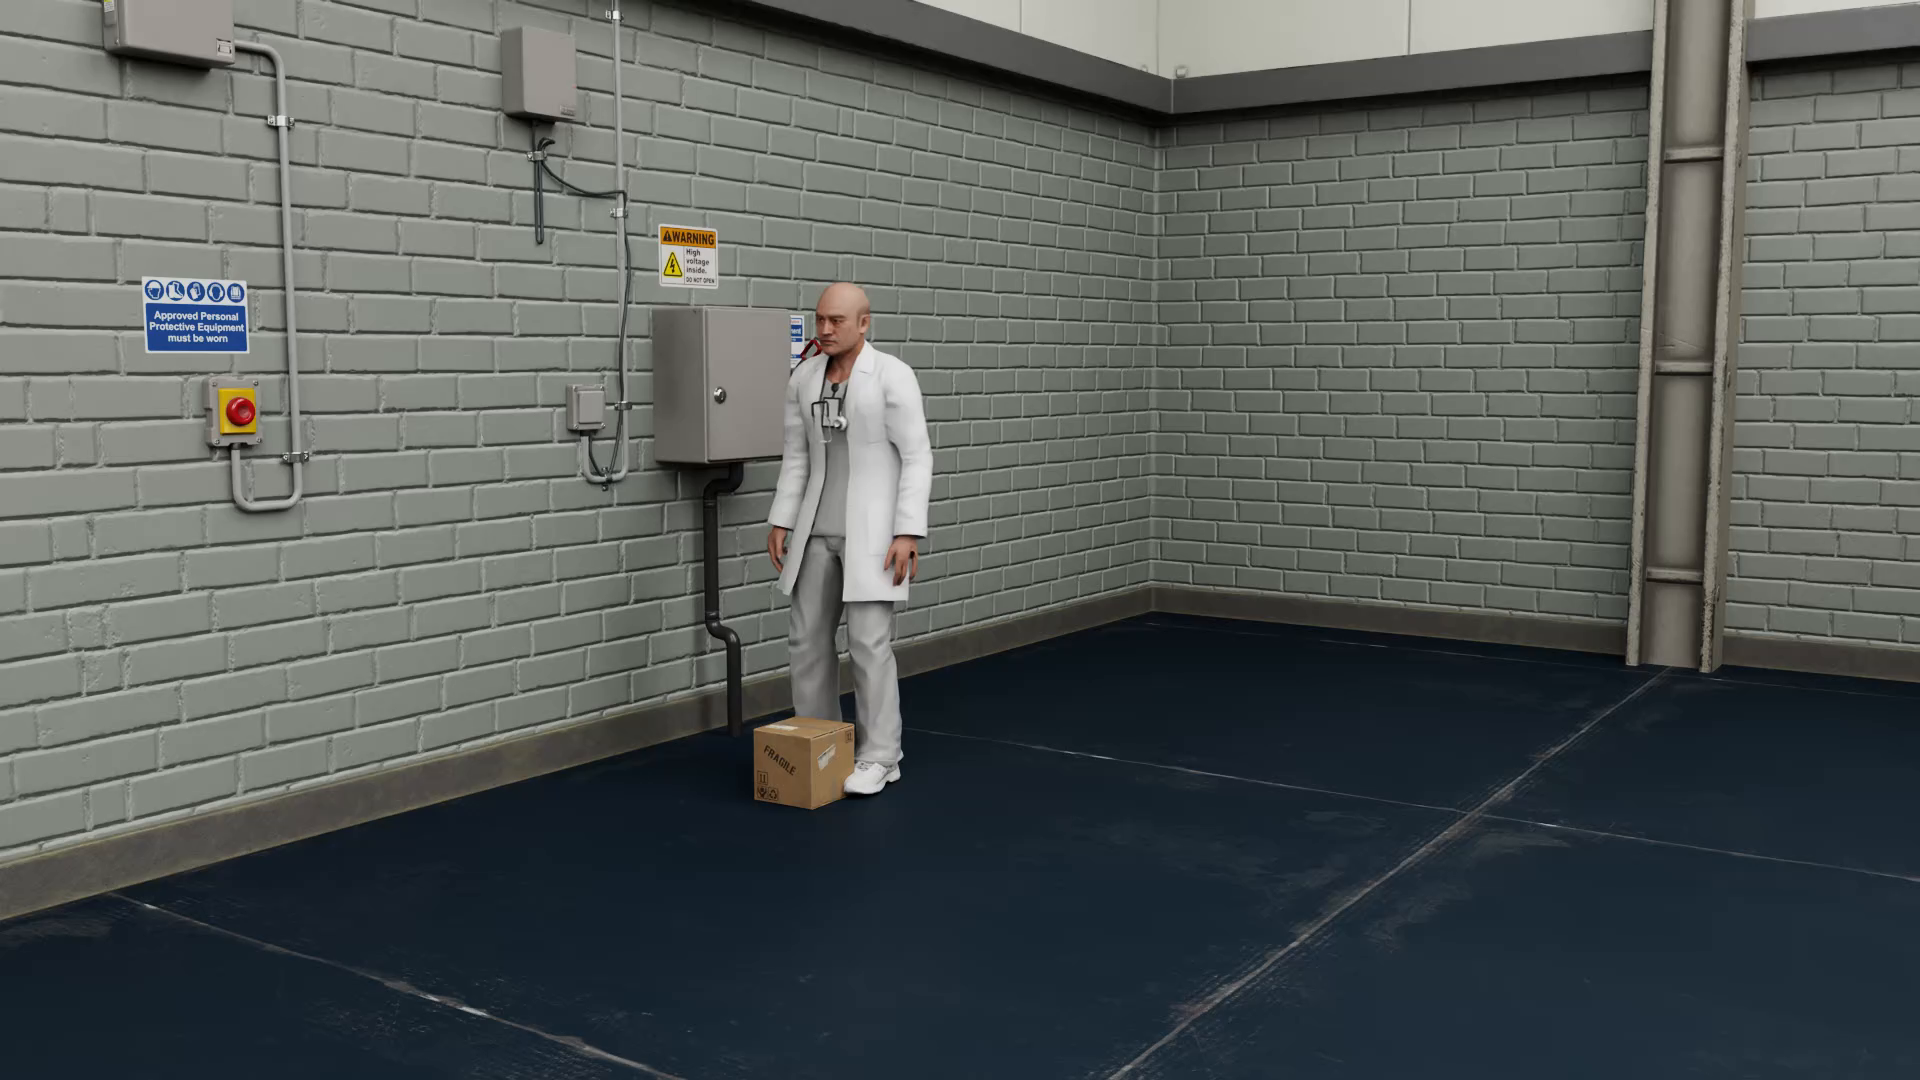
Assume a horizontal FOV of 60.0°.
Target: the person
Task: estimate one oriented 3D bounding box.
[{"bbox_3d":[-0.398,-0.012,5.869,0.656,1.774,0.404,4,7,31],"label":"person"}]
